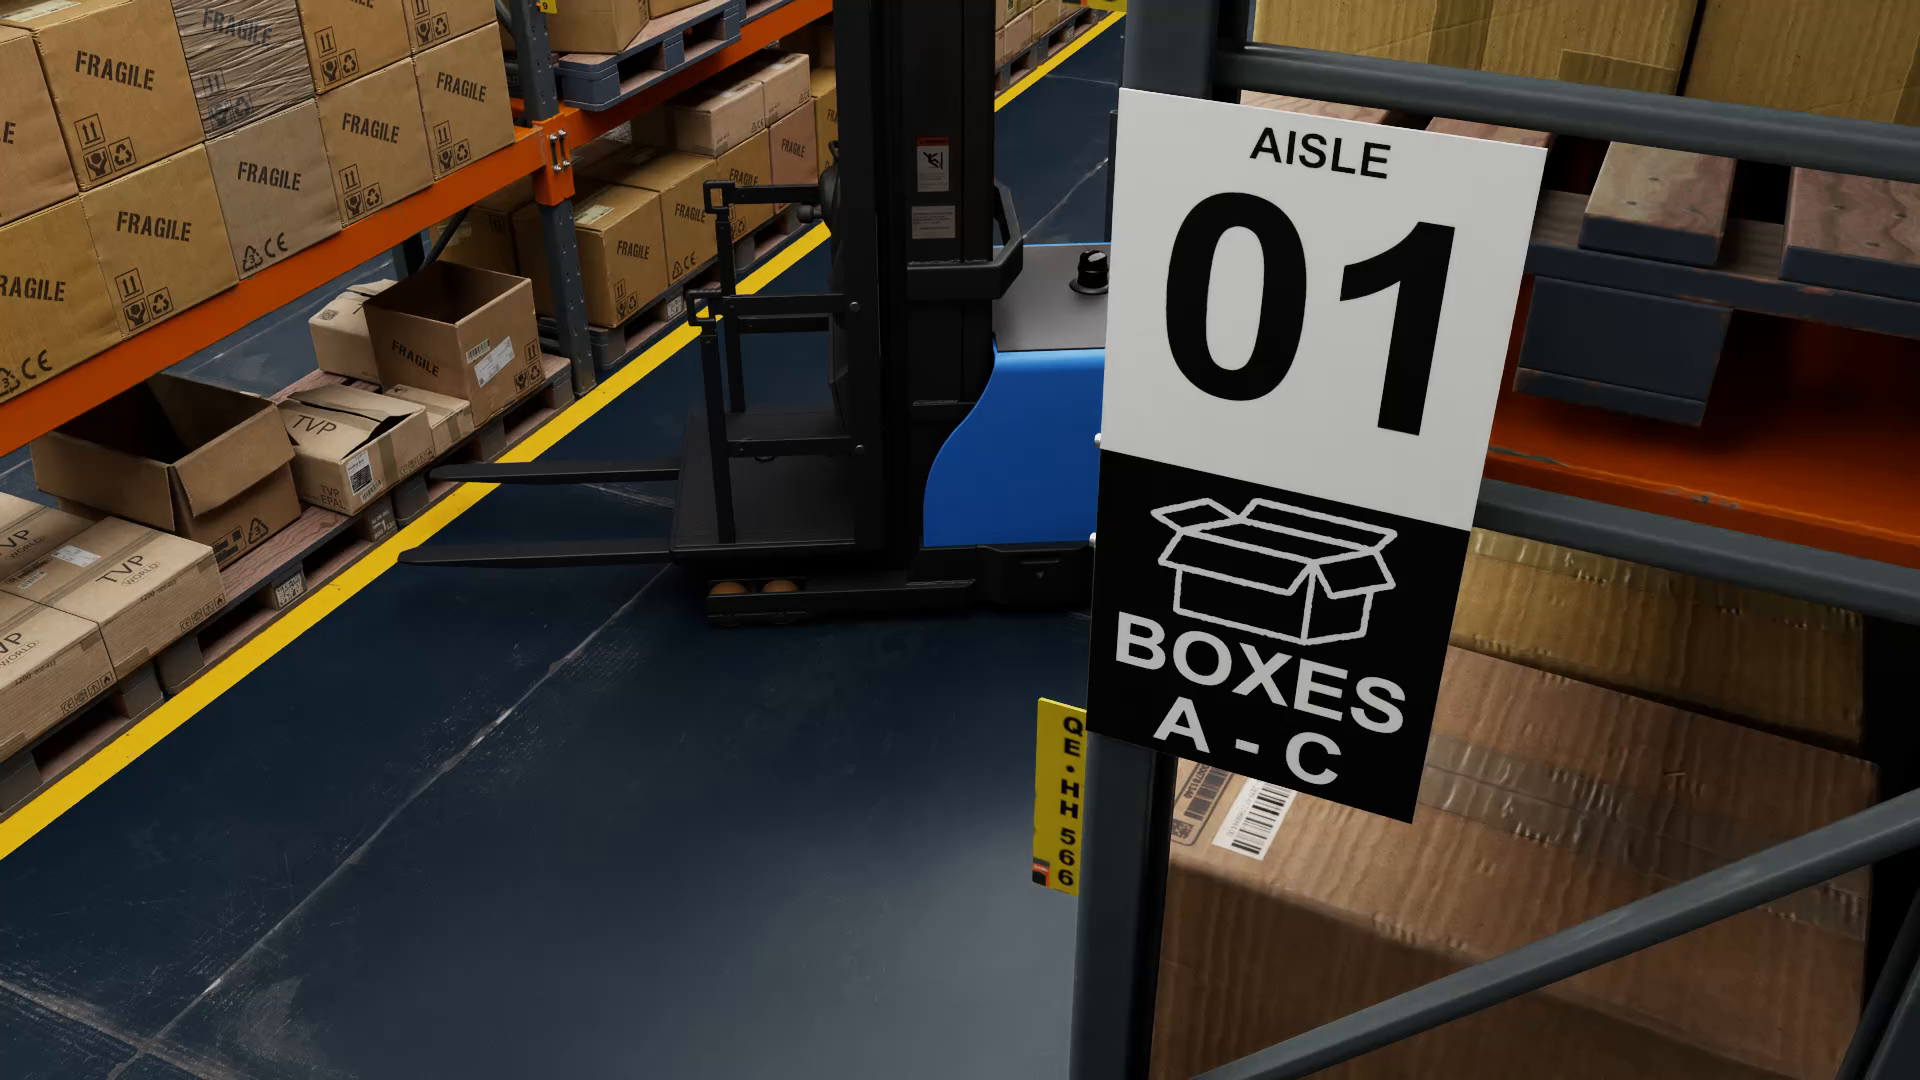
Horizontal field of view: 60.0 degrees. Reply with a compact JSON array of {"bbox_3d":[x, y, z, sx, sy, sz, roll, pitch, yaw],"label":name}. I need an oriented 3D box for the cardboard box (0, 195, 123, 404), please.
[{"bbox_3d":[-3.019,-0.779,5.112,0.500,0.500,0.500,14,36,20],"label":"cardboard box"}]

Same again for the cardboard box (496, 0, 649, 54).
[{"bbox_3d":[-1.792,-2.464,7.297,0.700,0.500,0.500,3,33,4],"label":"cardboard box"}]

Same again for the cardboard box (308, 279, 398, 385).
[{"bbox_3d":[-2.566,-0.962,7.532,0.500,0.311,0.500,14,36,20],"label":"cardboard box"}]

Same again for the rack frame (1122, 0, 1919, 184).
[{"bbox_3d":[0.634,-1.444,0.745,1.000,3.000,0.127,14,36,20],"label":"rack frame"}]

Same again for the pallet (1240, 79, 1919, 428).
[{"bbox_3d":[0.934,-0.524,2.159,1.003,0.211,1.213,14,36,20],"label":"pallet"}]

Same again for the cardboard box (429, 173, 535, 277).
[{"bbox_3d":[-2.248,-1.512,8.198,0.500,0.500,0.500,14,36,20],"label":"cardboard box"}]

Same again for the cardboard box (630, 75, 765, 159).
[{"bbox_3d":[-1.352,-2.197,8.559,0.500,0.250,0.500,14,36,21],"label":"cardboard box"}]

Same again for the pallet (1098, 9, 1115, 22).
[{"bbox_3d":[0.880,-4.504,13.426,1.003,0.211,1.213,14,36,20],"label":"pallet"}]

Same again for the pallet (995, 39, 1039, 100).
[{"bbox_3d":[-0.140,-3.289,11.573,1.003,0.211,1.213,14,36,20],"label":"pallet"}]

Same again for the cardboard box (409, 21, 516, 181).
[{"bbox_3d":[-2.170,-1.796,6.662,0.500,0.500,0.500,15,36,21],"label":"cardboard box"}]

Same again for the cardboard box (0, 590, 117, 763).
[{"bbox_3d":[-3.173,0.442,5.447,0.500,0.250,0.500,14,36,20],"label":"cardboard box"}]

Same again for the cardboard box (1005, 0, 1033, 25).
[{"bbox_3d":[0.178,-3.771,11.379,0.500,0.311,0.500,13,36,19],"label":"cardboard box"}]

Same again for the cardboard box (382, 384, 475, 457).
[{"bbox_3d":[-2.277,-0.504,6.982,0.380,0.149,0.250,14,36,20],"label":"cardboard box"}]

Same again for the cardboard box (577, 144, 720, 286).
[{"bbox_3d":[-1.557,-1.653,8.414,0.500,0.500,0.500,15,36,21],"label":"cardboard box"}]

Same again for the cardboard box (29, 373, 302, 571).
[{"bbox_3d":[-2.975,-0.265,6.294,0.797,0.503,0.637,14,36,20],"label":"cardboard box"}]

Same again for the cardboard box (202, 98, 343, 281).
[{"bbox_3d":[-2.597,-1.282,5.879,0.500,0.500,0.500,15,36,22],"label":"cardboard box"}]

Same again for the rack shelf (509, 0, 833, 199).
[{"bbox_3d":[-1.357,-2.757,8.875,1.077,0.370,4.000,14,36,20],"label":"rack shelf"}]

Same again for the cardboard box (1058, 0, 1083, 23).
[{"bbox_3d":[0.602,-4.039,12.299,0.500,0.250,0.500,15,36,21],"label":"cardboard box"}]

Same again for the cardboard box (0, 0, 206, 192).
[{"bbox_3d":[-2.805,-1.453,5.228,0.500,0.500,0.500,14,36,20],"label":"cardboard box"}]

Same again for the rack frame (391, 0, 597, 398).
[{"bbox_3d":[-2.194,-2.062,7.158,1.000,3.000,0.127,14,36,20],"label":"rack frame"}]

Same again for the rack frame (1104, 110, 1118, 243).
[{"bbox_3d":[0.846,-1.060,6.998,0.500,1.500,0.032,4,33,6],"label":"rack frame"}]

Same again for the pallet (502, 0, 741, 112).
[{"bbox_3d":[-1.760,-2.354,7.780,1.003,0.211,1.213,14,36,20],"label":"pallet"}]

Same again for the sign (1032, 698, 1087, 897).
[{"bbox_3d":[0.147,0.351,2.208,0.100,0.325,0.005,14,36,20],"label":"sign"}]

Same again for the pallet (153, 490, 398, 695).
[{"bbox_3d":[-2.991,0.056,6.472,1.003,0.211,1.213,14,36,20],"label":"pallet"}]

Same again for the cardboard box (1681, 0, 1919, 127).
[{"bbox_3d":[1.162,-0.651,1.935,0.500,0.250,0.500,16,37,23],"label":"cardboard box"}]

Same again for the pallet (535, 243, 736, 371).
[{"bbox_3d":[-1.888,-1.309,8.554,1.003,0.211,1.213,14,36,20],"label":"pallet"}]

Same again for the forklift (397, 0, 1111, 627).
[{"bbox_3d":[-0.622,-1.202,5.909,3.031,2.935,1.130,-2,33,-3],"label":"forklift"}]

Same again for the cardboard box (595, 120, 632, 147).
[{"bbox_3d":[-1.823,-2.006,8.952,0.500,0.500,0.500,15,36,21],"label":"cardboard box"}]

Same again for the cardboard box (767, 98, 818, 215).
[{"bbox_3d":[-1.129,-2.152,9.175,0.500,0.500,0.500,13,35,19],"label":"cardboard box"}]

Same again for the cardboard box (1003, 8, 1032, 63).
[{"bbox_3d":[0.175,-3.523,11.513,0.500,0.250,0.500,13,35,19],"label":"cardboard box"}]

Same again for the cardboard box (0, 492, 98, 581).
[{"bbox_3d":[-3.439,0.103,5.964,0.500,0.250,0.500,14,36,20],"label":"cardboard box"}]

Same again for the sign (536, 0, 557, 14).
[{"bbox_3d":[-1.698,-2.303,6.737,0.100,0.325,0.005,14,36,20],"label":"sign"}]

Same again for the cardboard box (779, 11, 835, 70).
[{"bbox_3d":[-0.718,-2.957,9.719,0.500,0.250,0.500,16,36,22],"label":"cardboard box"}]

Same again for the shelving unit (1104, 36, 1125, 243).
[{"bbox_3d":[0.906,-1.331,7.413,0.587,1.500,1.083,4,33,6],"label":"shelving unit"}]

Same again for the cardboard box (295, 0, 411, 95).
[{"bbox_3d":[-2.382,-1.954,5.992,0.500,0.500,0.500,13,36,20],"label":"cardboard box"}]

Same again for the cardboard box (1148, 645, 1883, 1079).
[{"bbox_3d":[0.838,0.683,2.699,0.980,0.700,0.700,16,36,23],"label":"cardboard box"}]
